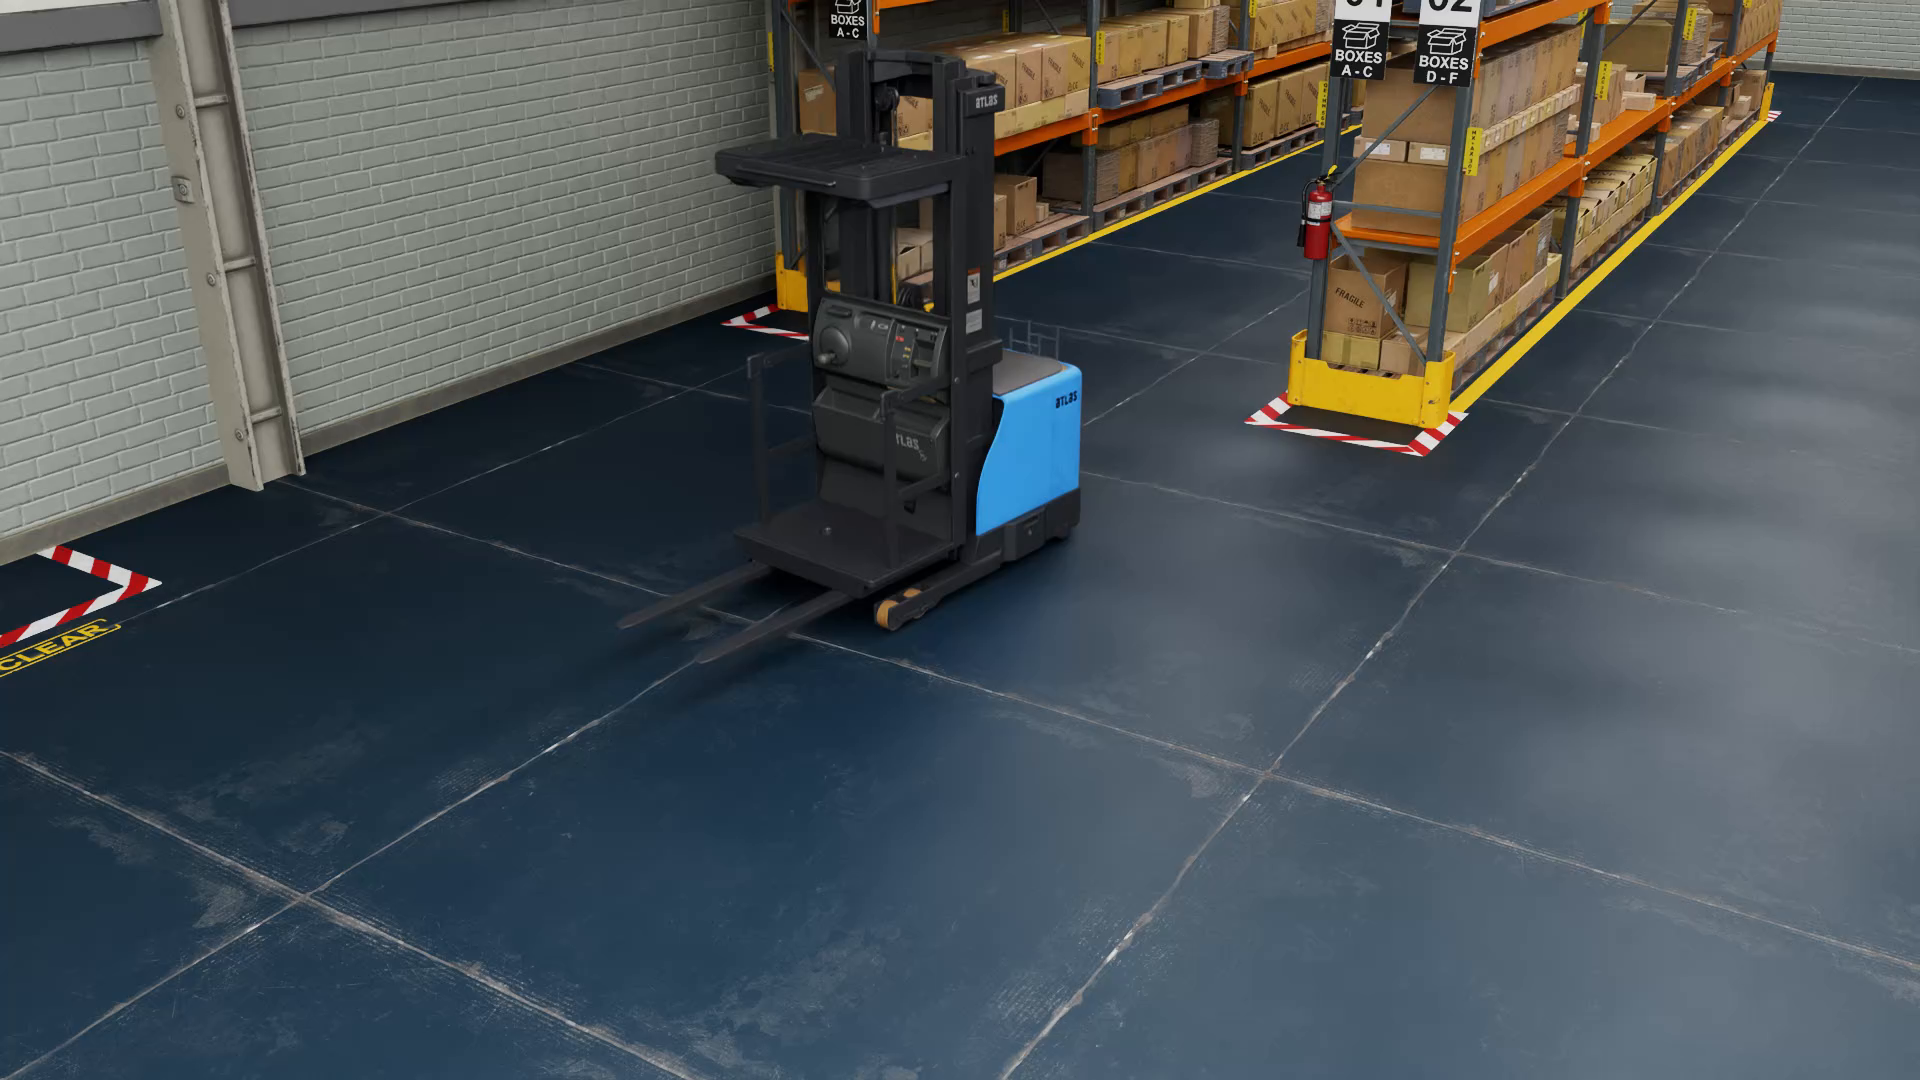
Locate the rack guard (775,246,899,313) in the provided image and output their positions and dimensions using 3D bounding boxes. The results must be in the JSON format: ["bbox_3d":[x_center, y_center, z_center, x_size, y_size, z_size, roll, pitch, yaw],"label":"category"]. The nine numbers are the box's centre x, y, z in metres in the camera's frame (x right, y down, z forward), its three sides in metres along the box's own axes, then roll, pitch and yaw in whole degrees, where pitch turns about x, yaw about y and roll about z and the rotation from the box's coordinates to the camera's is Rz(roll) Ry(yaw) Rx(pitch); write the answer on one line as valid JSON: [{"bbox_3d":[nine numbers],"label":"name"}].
[{"bbox_3d":[-1.102,-2.282,14.892,1.175,0.500,0.348,14,27,29],"label":"rack guard"}]

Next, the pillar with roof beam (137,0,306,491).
[{"bbox_3d":[-1.015,-3.647,7.347,9.100,9.000,0.400,14,27,29],"label":"pillar with roof beam"}]

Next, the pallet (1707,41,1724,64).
[{"bbox_3d":[8.884,-6.082,20.765,1.003,0.211,1.213,14,27,29],"label":"pallet"}]

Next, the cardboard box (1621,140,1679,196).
[{"bbox_3d":[7.771,-4.215,18.804,0.500,0.500,0.500,15,28,31],"label":"cardboard box"}]

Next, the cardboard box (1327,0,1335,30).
[{"bbox_3d":[4.898,-7.262,22.725,0.500,0.500,0.500,14,27,29],"label":"cardboard box"}]

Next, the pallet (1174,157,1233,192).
[{"bbox_3d":[2.664,-4.561,20.519,1.003,0.211,1.213,14,27,29],"label":"pallet"}]

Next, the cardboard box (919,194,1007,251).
[{"bbox_3d":[0.029,-3.103,16.234,0.700,0.500,0.500,12,26,26],"label":"cardboard box"}]

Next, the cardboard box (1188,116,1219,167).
[{"bbox_3d":[2.742,-4.905,20.396,0.700,0.500,0.500,14,27,30],"label":"cardboard box"}]

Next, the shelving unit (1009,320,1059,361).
[{"bbox_3d":[0.459,-0.769,10.515,0.258,1.200,0.189,18,29,36],"label":"shelving unit"}]

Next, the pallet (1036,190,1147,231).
[{"bbox_3d":[1.377,-3.737,18.617,1.003,0.211,1.213,14,27,29],"label":"pallet"}]

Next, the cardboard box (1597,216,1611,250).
[{"bbox_3d":[6.143,-3.080,16.521,0.500,0.250,0.500,13,27,27],"label":"cardboard box"}]

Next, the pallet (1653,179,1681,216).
[{"bbox_3d":[7.714,-4.031,19.296,1.003,0.211,1.213,14,27,29],"label":"pallet"}]

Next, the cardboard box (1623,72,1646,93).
[{"bbox_3d":[7.059,-4.912,17.934,0.500,0.311,0.500,16,28,32],"label":"cardboard box"}]

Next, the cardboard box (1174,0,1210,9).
[{"bbox_3d":[2.764,-6.415,19.796,0.380,0.149,0.250,9,25,20],"label":"cardboard box"}]

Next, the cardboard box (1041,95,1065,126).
[{"bbox_3d":[0.706,-4.304,16.581,0.500,0.250,0.500,14,27,29],"label":"cardboard box"}]

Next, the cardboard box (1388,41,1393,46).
[{"bbox_3d":[6.643,-7.803,26.300,0.380,0.149,0.250,14,27,29],"label":"cardboard box"}]

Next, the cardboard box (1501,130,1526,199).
[{"bbox_3d":[4.140,-3.091,13.488,0.700,0.500,0.500,15,27,31],"label":"cardboard box"}]

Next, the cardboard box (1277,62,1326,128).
[{"bbox_3d":[4.489,-6.113,22.772,0.750,0.750,0.750,15,27,31],"label":"cardboard box"}]

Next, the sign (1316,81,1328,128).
[{"bbox_3d":[2.615,-3.125,11.938,0.100,0.325,0.005,14,27,29],"label":"sign"}]

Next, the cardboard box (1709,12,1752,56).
[{"bbox_3d":[9.899,-6.578,21.543,0.500,0.500,0.500,15,27,30],"label":"cardboard box"}]

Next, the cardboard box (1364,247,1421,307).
[{"bbox_3d":[3.613,-2.226,13.604,0.500,0.500,0.500,14,27,29],"label":"cardboard box"}]

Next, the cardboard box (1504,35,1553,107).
[{"bbox_3d":[4.419,-3.867,13.649,0.700,0.500,0.500,14,27,29],"label":"cardboard box"}]

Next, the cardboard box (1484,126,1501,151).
[{"bbox_3d":[3.863,-3.056,12.591,0.380,0.149,0.250,13,27,28],"label":"cardboard box"}]

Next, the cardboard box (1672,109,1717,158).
[{"bbox_3d":[9.113,-5.080,20.802,0.500,0.500,0.500,14,27,29],"label":"cardboard box"}]

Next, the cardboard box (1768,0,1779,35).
[{"bbox_3d":[11.232,-7.429,23.509,0.500,0.500,0.500,14,27,29],"label":"cardboard box"}]

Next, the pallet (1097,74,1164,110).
[{"bbox_3d":[1.495,-4.893,18.019,1.003,0.211,1.213,14,27,29],"label":"pallet"}]

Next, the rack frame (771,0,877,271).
[{"bbox_3d":[-1.142,-3.404,14.337,1.000,3.000,0.127,14,27,29],"label":"rack frame"}]

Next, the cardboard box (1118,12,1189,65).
[{"bbox_3d":[2.200,-5.766,19.113,0.700,0.500,0.500,14,27,29],"label":"cardboard box"}]

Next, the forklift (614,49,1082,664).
[{"bbox_3d":[-0.581,-1.073,9.040,1.130,2.935,3.031,18,29,36],"label":"forklift"}]

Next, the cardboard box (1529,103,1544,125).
[{"bbox_3d":[4.546,-3.495,13.606,0.380,0.149,0.250,15,27,30],"label":"cardboard box"}]

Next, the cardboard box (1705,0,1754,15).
[{"bbox_3d":[9.886,-7.022,21.310,0.500,0.500,0.500,15,27,30],"label":"cardboard box"}]

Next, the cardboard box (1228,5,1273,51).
[{"bbox_3d":[3.551,-6.406,20.746,0.500,0.500,0.500,15,27,30],"label":"cardboard box"}]

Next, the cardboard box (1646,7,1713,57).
[{"bbox_3d":[8.519,-6.046,19.787,0.700,0.500,0.500,7,24,16],"label":"cardboard box"}]

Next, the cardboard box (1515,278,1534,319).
[{"bbox_3d":[4.596,-2.107,14.274,0.500,0.250,0.500,14,27,29],"label":"cardboard box"}]

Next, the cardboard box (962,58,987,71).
[{"bbox_3d":[-0.088,-4.124,15.220,0.500,0.500,0.500,13,27,27],"label":"cardboard box"}]

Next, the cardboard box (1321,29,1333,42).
[{"bbox_3d":[4.873,-6.905,22.715,0.380,0.149,0.250,14,27,29],"label":"cardboard box"}]

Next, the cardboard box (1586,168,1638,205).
[{"bbox_3d":[6.684,-3.680,17.202,0.500,0.311,0.500,14,27,29],"label":"cardboard box"}]

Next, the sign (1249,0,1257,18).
[{"bbox_3d":[3.544,-6.488,20.104,0.100,0.325,0.005,14,27,29],"label":"sign"}]

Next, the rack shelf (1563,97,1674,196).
[{"bbox_3d":[6.233,-4.062,16.762,1.077,0.370,4.000,14,27,29],"label":"rack shelf"}]

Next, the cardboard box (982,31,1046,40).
[{"bbox_3d":[0.542,-4.923,17.067,0.500,0.500,0.500,13,27,28],"label":"cardboard box"}]

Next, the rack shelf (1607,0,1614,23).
[{"bbox_3d":[6.233,-5.438,16.166,1.077,0.370,4.000,14,27,29],"label":"rack shelf"}]

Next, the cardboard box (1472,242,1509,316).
[{"bbox_3d":[4.055,-2.117,13.353,0.500,0.500,0.500,14,27,29],"label":"cardboard box"}]

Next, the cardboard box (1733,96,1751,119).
[{"bbox_3d":[10.904,-6.158,23.605,0.500,0.250,0.500,14,27,29],"label":"cardboard box"}]

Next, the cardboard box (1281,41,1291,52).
[{"bbox_3d":[4.103,-6.500,21.781,0.380,0.149,0.250,14,27,30],"label":"cardboard box"}]

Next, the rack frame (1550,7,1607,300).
[{"bbox_3d":[5.178,-3.717,15.060,1.000,3.000,0.127,14,27,29],"label":"rack frame"}]

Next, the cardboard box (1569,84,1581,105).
[{"bbox_3d":[5.217,-3.924,14.596,0.380,0.149,0.250,14,27,29],"label":"cardboard box"}]

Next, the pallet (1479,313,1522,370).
[{"bbox_3d":[4.080,-1.764,14.059,1.003,0.211,1.213,14,27,29],"label":"pallet"}]

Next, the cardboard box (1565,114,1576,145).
[{"bbox_3d":[5.401,-3.823,15.495,0.500,0.250,0.500,16,28,32],"label":"cardboard box"}]

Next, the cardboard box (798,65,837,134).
[{"bbox_3d":[-1.074,-3.892,14.684,0.500,0.500,0.500,14,27,28],"label":"cardboard box"}]

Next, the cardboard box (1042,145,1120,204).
[{"bbox_3d":[1.342,-4.060,18.446,0.700,0.500,0.500,15,28,31],"label":"cardboard box"}]
